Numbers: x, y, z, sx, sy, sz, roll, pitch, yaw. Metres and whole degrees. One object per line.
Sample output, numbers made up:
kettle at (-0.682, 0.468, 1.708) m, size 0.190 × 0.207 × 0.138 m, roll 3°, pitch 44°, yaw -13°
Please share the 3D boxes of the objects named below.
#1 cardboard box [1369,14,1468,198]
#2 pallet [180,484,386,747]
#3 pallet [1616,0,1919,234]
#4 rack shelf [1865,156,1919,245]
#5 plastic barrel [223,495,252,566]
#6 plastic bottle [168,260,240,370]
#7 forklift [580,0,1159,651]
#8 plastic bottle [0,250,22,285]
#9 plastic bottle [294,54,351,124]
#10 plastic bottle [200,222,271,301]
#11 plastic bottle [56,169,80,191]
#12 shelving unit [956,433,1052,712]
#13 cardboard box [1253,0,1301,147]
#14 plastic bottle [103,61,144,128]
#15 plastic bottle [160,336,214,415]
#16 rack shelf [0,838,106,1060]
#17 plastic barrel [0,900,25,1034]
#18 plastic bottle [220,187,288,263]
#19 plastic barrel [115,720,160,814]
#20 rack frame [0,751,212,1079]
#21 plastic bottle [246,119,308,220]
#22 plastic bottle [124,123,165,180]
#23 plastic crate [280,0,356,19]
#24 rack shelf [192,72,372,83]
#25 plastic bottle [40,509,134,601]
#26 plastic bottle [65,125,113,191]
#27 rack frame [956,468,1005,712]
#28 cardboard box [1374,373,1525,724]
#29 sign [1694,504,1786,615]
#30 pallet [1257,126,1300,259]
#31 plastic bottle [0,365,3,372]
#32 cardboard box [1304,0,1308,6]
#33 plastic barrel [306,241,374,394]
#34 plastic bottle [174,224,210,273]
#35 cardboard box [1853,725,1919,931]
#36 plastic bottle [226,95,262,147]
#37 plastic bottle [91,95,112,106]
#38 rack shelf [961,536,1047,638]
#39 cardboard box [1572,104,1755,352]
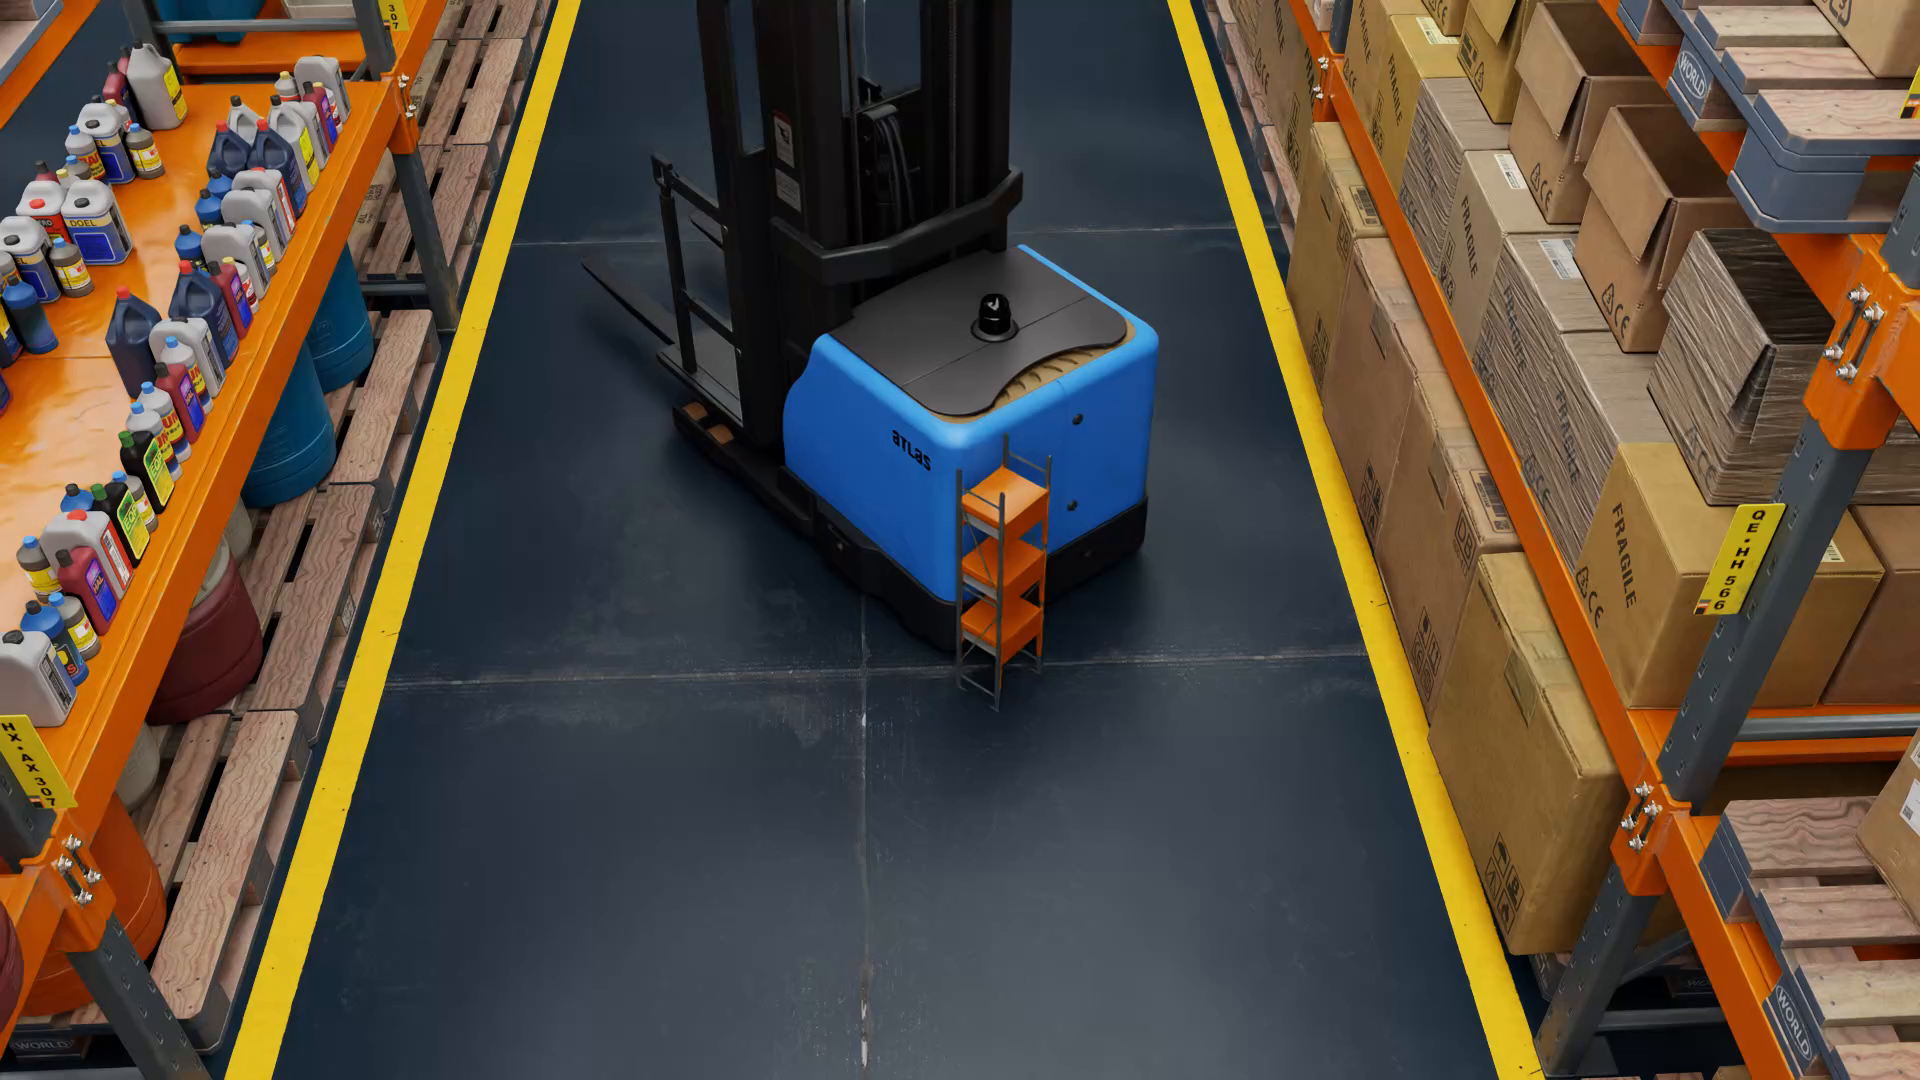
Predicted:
cardboard box at (1.873, -1.626, 6.230) m, size 0.500 × 0.500 × 0.500 m, roll -2°, pitch 43°, yaw -2°
pallet at (-2.822, 0.272, 6.297) m, size 1.003 × 0.211 × 1.213 m, roll -2°, pitch 43°, yaw -2°
pallet at (2.170, -1.015, 3.557) m, size 1.213 × 0.211 × 1.003 m, roll 0°, pitch 43°, yaw 0°
rack shelf at (2.165, -1.808, 4.671) m, size 0.919 × 0.124 × 3.809 m, roll -2°, pitch 43°, yaw -2°
plastic barrel at (-2.897, -0.112, 6.183) m, size 0.421 × 0.512 × 0.421 m, roll 0°, pitch 43°, yaw 0°
plastic bottle at (-2.455, -0.731, 5.364) m, size 0.144 × 0.351 × 0.185 m, roll -2°, pitch 43°, yaw -2°
forklift at (-0.584, -1.602, 6.328) m, size 1.130 × 2.935 × 3.031 m, roll -29°, pitch 50°, yaw -28°
plastic bottle at (-3.202, -0.872, 5.577) m, size 0.097 × 0.271 × 0.097 m, roll 0°, pitch 43°, yaw 0°
plastic bottle at (-2.528, -1.801, 6.587) m, size 0.152 × 0.276 × 0.135 m, roll -2°, pitch 43°, yaw -2°
plastic bottle at (-2.476, -0.967, 5.677) m, size 0.152 × 0.276 × 0.135 m, roll -2°, pitch 43°, yaw -2°
plastic bottle at (-3.228, -1.250, 6.040) m, size 0.097 × 0.201 × 0.097 m, roll 0°, pitch 43°, yaw 0°
shelving unit at (0.145, 0.134, 5.826) m, size 0.215 × 1.050 × 0.252 m, roll 30°, pitch 50°, yaw 28°
cardboard box at (2.094, -2.673, 8.708) m, size 0.875 × 0.875 × 0.875 m, roll -2°, pitch 43°, yaw -2°
plastic bottle at (-3.273, -1.711, 6.483) m, size 0.061 × 0.283 × 0.133 m, roll -2°, pitch 43°, yaw -2°
plastic bottle at (-2.420, -0.516, 5.188) m, size 0.097 × 0.271 × 0.097 m, roll 0°, pitch 43°, yaw 0°
rack shelf at (-2.613, 2.212, 2.649) m, size 1.077 × 0.370 × 4.000 m, roll -2°, pitch 43°, yaw -2°
plastic barrel at (-2.376, 0.851, 3.501) m, size 0.600 × 0.536 × 0.708 m, roll -2°, pitch 43°, yaw -2°
plastic bottle at (-2.486, -1.123, 5.848) m, size 0.152 × 0.276 × 0.135 m, roll -2°, pitch 43°, yaw -2°
plastic barrel at (-2.849, 0.650, 5.351) m, size 0.421 × 0.512 × 0.421 m, roll 0°, pitch 43°, yaw 0°
rack frame at (-2.695, 0.596, 3.879) m, size 0.949 × 2.616 × 0.053 m, roll -2°, pitch 43°, yaw -2°
plastic bottle at (-2.494, -1.350, 6.039) m, size 0.144 × 0.351 × 0.185 m, roll -2°, pitch 43°, yaw -2°
plastic bottle at (-3.090, -1.476, 6.288) m, size 0.097 × 0.201 × 0.097 m, roll 0°, pitch 43°, yaw 0°
plastic crate at (-2.745, -2.347, 7.241) m, size 0.396 × 0.136 × 0.243 m, roll -2°, pitch 43°, yaw -2°
rack shelf at (-2.953, -3.242, 8.493) m, size 0.831 × 0.071 × 3.687 m, roll -2°, pitch 43°, yaw -2°
plastic bottle at (-2.413, 0.028, 4.591) m, size 0.152 × 0.276 × 0.135 m, roll -2°, pitch 43°, yaw -2°
plastic bottle at (-3.236, -1.407, 6.160) m, size 0.097 × 0.271 × 0.097 m, roll 0°, pitch 43°, yaw 0°
rack frame at (0.066, 0.197, 5.757) m, size 0.200 × 1.050 × 0.008 m, roll 30°, pitch 50°, yaw 28°
cardboard box at (2.212, 0.014, 5.776) m, size 1.225 × 0.875 × 0.875 m, roll -2°, pitch 43°, yaw -2°
sign at (1.696, 0.046, 3.623) m, size 0.100 × 0.325 × 0.005 m, roll -2°, pitch 43°, yaw -2°
pallet at (2.126, -1.734, 8.485) m, size 1.003 × 0.211 × 1.213 m, roll -2°, pitch 43°, yaw -2°
plastic bottle at (-3.143, -0.610, 5.281) m, size 0.061 × 0.283 × 0.133 m, roll -2°, pitch 43°, yaw -2°
cardboard box at (1.729, -2.524, 7.470) m, size 0.380 × 0.149 × 0.250 m, roll -1°, pitch 43°, yaw -1°
plastic barrel at (-2.862, -1.117, 6.991) m, size 0.600 × 0.901 × 0.708 m, roll -2°, pitch 43°, yaw -2°
plastic bottle at (-2.600, -0.949, 5.661) m, size 0.097 × 0.271 × 0.097 m, roll 0°, pitch 43°, yaw 0°
cardboard box at (2.313, 0.626, 3.462) m, size 0.500 × 0.500 × 0.500 m, roll -6°, pitch 43°, yaw -7°
plastic bottle at (-2.646, -1.470, 6.171) m, size 0.144 × 0.351 × 0.185 m, roll -2°, pitch 43°, yaw -2°
plastic bottle at (-3.246, -1.564, 6.331) m, size 0.097 × 0.271 × 0.097 m, roll 0°, pitch 43°, yaw 0°
rack shelf at (0.145, 0.142, 5.834) m, size 0.215 × 0.259 × 0.240 m, roll 30°, pitch 50°, yaw 28°
cardboard box at (2.211, -0.886, 4.681) m, size 0.797 × 0.503 × 0.637 m, roll -1°, pitch 43°, yaw -1°
